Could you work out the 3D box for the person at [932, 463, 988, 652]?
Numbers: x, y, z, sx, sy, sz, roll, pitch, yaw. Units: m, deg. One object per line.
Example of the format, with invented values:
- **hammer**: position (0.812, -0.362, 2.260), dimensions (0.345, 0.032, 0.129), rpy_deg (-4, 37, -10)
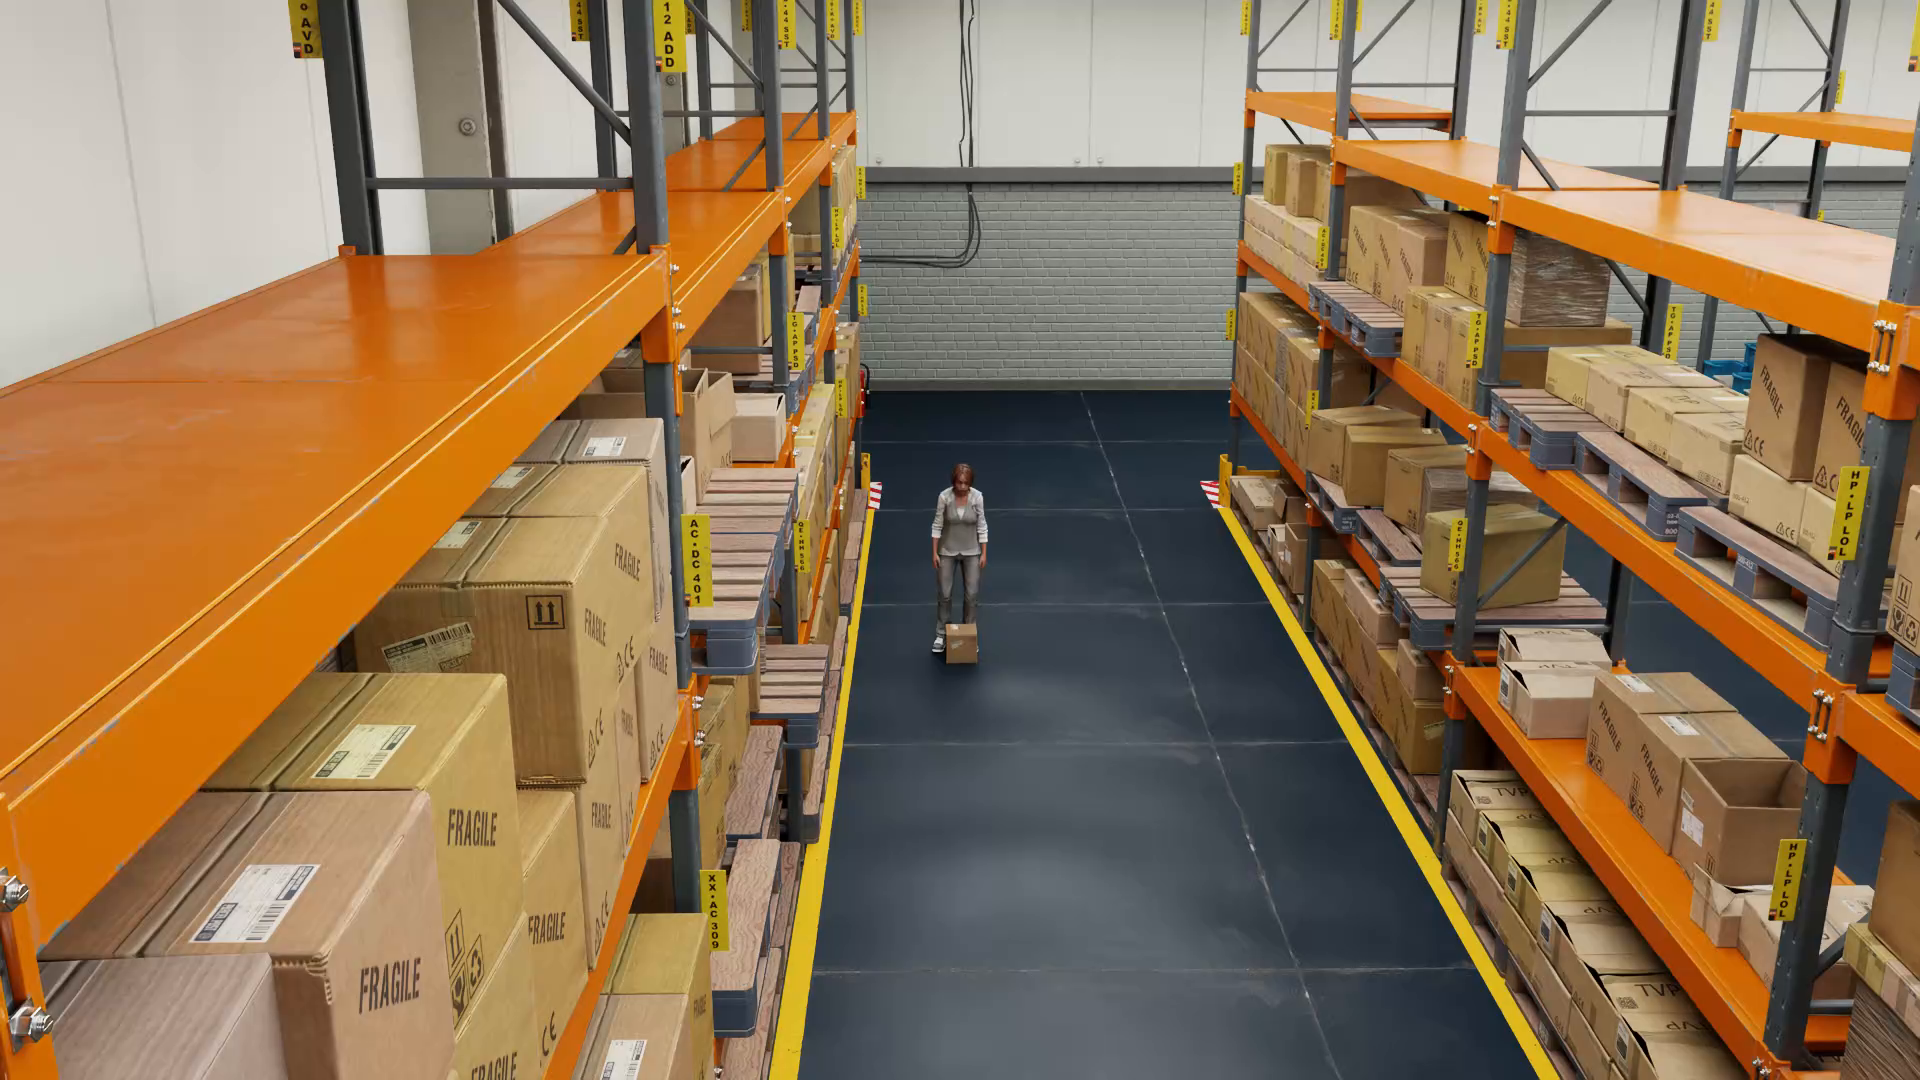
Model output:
- **person**: position (-0.003, 0.138, 13.612), dimensions (0.465, 1.593, 0.375), rpy_deg (-1, 17, -3)
